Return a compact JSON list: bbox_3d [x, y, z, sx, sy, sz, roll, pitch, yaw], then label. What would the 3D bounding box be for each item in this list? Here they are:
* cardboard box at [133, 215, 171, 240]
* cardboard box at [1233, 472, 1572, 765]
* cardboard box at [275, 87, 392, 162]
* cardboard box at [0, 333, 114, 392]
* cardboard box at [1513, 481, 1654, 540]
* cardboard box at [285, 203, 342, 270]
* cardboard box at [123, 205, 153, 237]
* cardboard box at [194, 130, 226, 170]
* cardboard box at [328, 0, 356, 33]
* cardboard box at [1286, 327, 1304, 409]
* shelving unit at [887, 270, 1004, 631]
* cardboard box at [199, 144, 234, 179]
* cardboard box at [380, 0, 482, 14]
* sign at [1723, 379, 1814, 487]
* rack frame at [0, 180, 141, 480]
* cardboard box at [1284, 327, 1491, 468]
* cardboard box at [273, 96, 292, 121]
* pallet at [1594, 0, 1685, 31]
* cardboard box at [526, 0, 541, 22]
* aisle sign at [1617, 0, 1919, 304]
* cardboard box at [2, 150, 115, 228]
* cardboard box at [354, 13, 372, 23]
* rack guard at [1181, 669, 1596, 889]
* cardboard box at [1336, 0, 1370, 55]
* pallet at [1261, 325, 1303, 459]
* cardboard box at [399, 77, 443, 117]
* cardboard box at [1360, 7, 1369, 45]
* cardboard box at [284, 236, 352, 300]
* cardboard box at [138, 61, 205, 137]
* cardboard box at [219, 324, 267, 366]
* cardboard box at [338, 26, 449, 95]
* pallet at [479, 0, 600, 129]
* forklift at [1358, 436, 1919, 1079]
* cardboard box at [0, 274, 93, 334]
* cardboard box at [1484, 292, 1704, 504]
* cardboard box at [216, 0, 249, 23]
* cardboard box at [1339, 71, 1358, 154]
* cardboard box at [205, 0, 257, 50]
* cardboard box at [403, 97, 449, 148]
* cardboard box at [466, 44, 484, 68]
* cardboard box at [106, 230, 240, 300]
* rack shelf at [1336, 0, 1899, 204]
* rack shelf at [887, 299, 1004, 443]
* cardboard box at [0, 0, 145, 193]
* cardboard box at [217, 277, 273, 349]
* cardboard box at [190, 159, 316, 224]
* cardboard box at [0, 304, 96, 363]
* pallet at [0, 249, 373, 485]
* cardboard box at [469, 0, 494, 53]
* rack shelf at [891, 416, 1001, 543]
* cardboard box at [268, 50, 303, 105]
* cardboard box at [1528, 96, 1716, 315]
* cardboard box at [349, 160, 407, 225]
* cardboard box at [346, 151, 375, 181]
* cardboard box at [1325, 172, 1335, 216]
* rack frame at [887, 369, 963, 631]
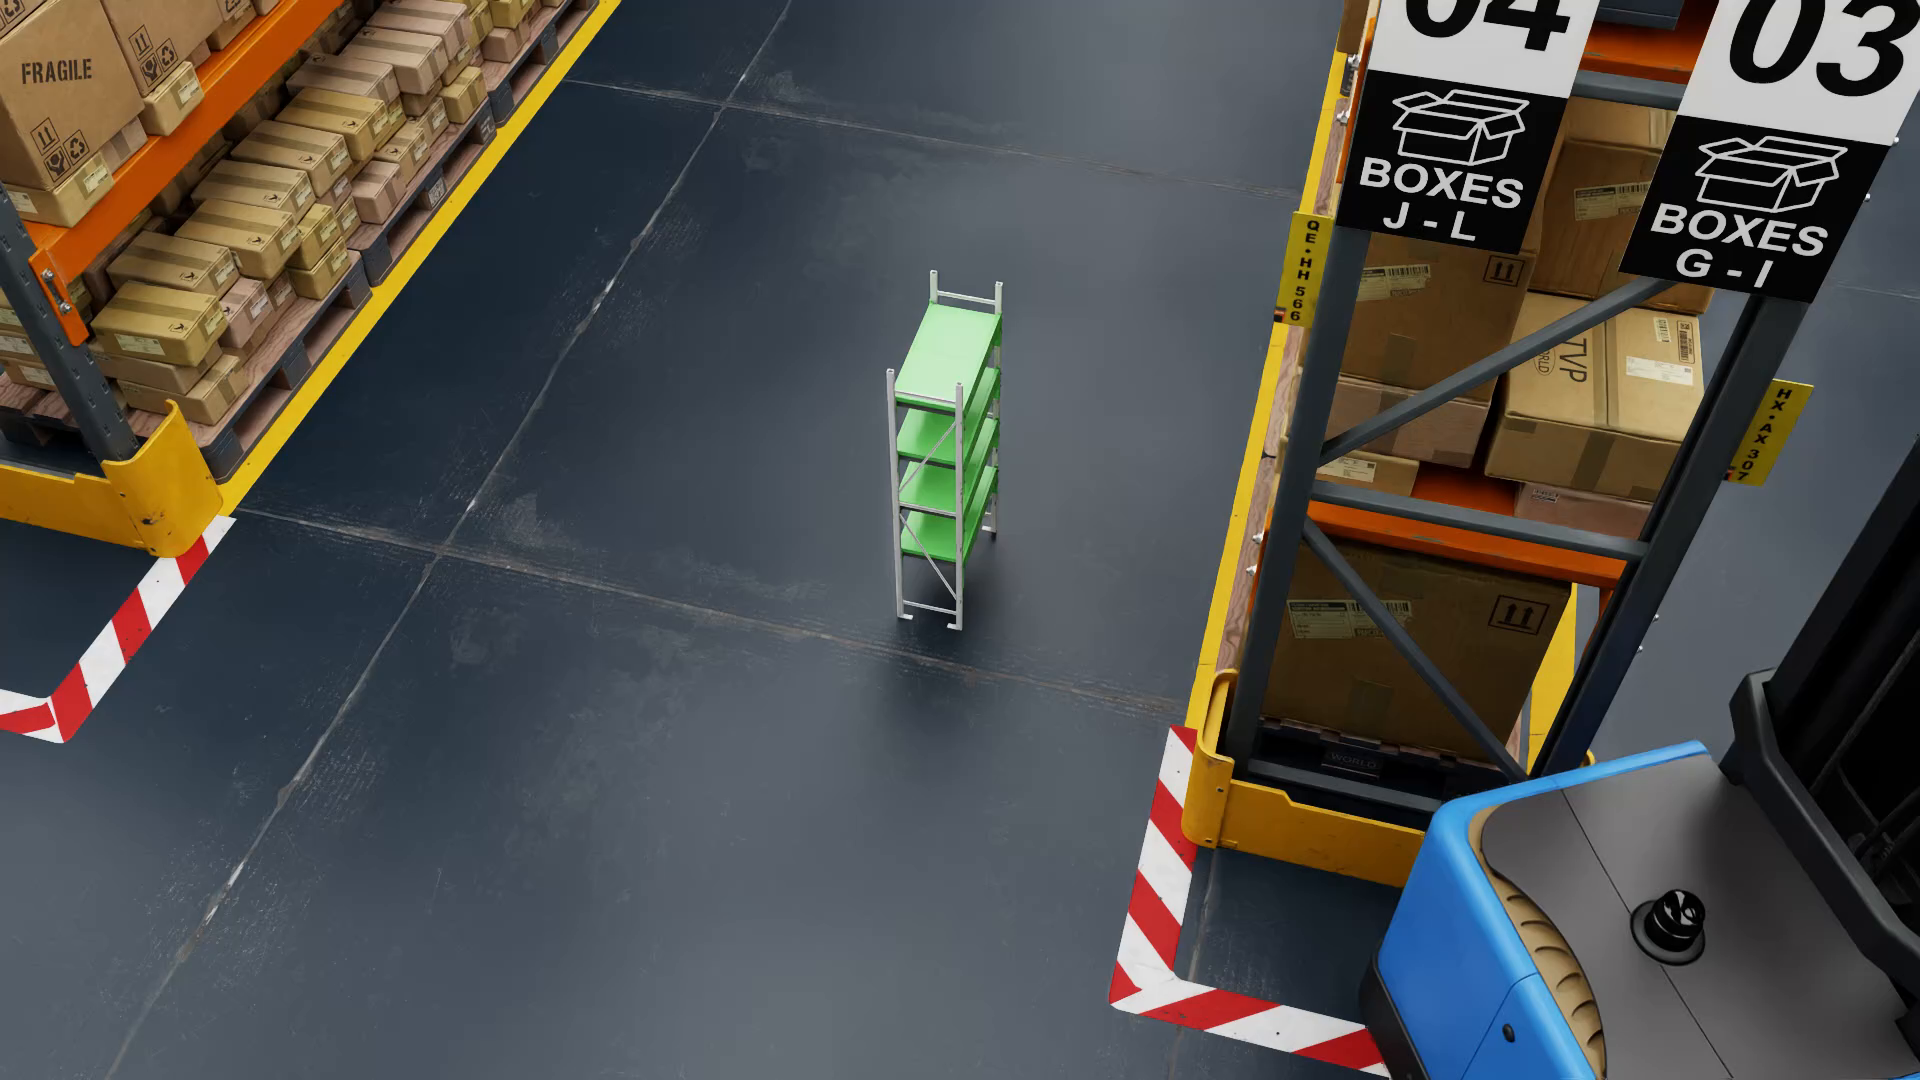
[{"bbox_3d":[-3.438,-1.206,6.737,0.380,0.149,0.250,10,49,8],"label":"cardboard box"},{"bbox_3d":[1.413,0.040,5.351,0.875,0.875,0.875,12,50,10],"label":"cardboard box"},{"bbox_3d":[-2.644,-1.758,7.025,0.380,0.149,0.250,12,50,11],"label":"cardboard box"},{"bbox_3d":[-3.500,-0.715,6.502,0.380,0.149,0.250,12,50,11],"label":"cardboard box"},{"bbox_3d":[1.733,-0.154,4.553,0.380,0.149,0.250,12,50,10],"label":"cardboard box"},{"bbox_3d":[-2.774,-1.266,6.789,0.380,0.149,0.250,13,50,11],"label":"cardboard box"},{"bbox_3d":[-3.475,-1.306,6.626,0.380,0.149,0.250,11,49,9],"label":"cardboard box"},{"bbox_3d":[-3.329,-1.686,6.962,0.380,0.149,0.250,13,50,11],"label":"cardboard box"},{"bbox_3d":[-3.016,-2.434,7.622,0.380,0.149,0.250,13,50,11],"label":"cardboard box"},{"bbox_3d":[1.164,-0.474,4.835,0.380,0.149,0.250,12,50,10],"label":"cardboard box"},{"bbox_3d":[-0.044,-0.277,5.694,0.258,1.200,0.503,12,50,10],"label":"shelving unit"},{"bbox_3d":[-3.315,-1.583,7.069,0.380,0.149,0.250,12,50,11],"label":"cardboard box"},{"bbox_3d":[-2.458,-2.528,7.705,0.380,0.149,0.250,13,50,11],"label":"cardboard box"},{"bbox_3d":[1.855,-0.245,3.835,0.100,0.325,0.005,12,50,10],"label":"sign"},{"bbox_3d":[-3.437,-1.098,5.218,1.000,3.000,0.127,12,50,10],"label":"rack frame"},{"bbox_3d":[1.193,-0.497,4.590,0.500,0.250,0.500,11,49,9],"label":"cardboard box"},{"bbox_3d":[-3.184,-1.969,7.411,0.380,0.149,0.250,12,50,10],"label":"cardboard box"},{"bbox_3d":[1.507,-1.548,3.674,1.003,0.211,1.213,12,50,10],"label":"pallet"},{"bbox_3d":[-2.308,-2.664,8.222,0.380,0.149,0.250,13,50,11],"label":"cardboard box"},{"bbox_3d":[1.592,-0.795,3.217,0.394,0.787,0.004,12,50,10],"label":"aisle sign"},{"bbox_3d":[-3.036,-1.184,5.462,0.380,0.149,0.250,11,50,10],"label":"cardboard box"},{"bbox_3d":[-2.872,-2.507,7.885,0.380,0.149,0.250,9,49,8],"label":"cardboard box"},{"bbox_3d":[1.315,0.799,5.212,1.175,0.500,0.348,12,50,10],"label":"rack guard"},{"bbox_3d":[2.523,-2.842,7.894,1.225,0.875,0.875,12,50,10],"label":"cardboard box"},{"bbox_3d":[1.779,-0.596,6.636,1.003,0.211,1.213,12,50,10],"label":"pallet"},{"bbox_3d":[-2.572,-2.059,7.489,0.380,0.149,0.250,9,49,8],"label":"cardboard box"},{"bbox_3d":[1.635,-1.770,5.979,0.380,0.149,0.250,12,50,10],"label":"cardboard box"},{"bbox_3d":[-2.769,-1.159,6.893,0.380,0.149,0.250,12,50,10],"label":"cardboard box"},{"bbox_3d":[-2.886,-1.560,5.794,0.380,0.149,0.250,10,49,9],"label":"cardboard box"},{"bbox_3d":[-3.001,-0.814,6.590,0.380,0.149,0.250,11,50,10],"label":"cardboard box"},{"bbox_3d":[-2.499,-2.117,7.342,0.380,0.149,0.250,10,49,9],"label":"cardboard box"},{"bbox_3d":[-2.527,-2.575,8.382,1.003,0.211,1.213,12,50,10],"label":"pallet"},{"bbox_3d":[2.757,0.475,3.876,3.031,2.935,1.130,-12,50,-10],"label":"forklift"},{"bbox_3d":[-3.542,-0.923,6.289,0.380,0.149,0.250,12,50,10],"label":"cardboard box"},{"bbox_3d":[1.708,-0.388,4.494,0.500,0.250,0.500,10,49,9],"label":"cardboard box"},{"bbox_3d":[-2.795,-2.243,5.964,0.500,0.500,0.500,12,50,11],"label":"cardboard box"},{"bbox_3d":[1.461,-1.232,5.239,0.500,0.250,0.500,10,49,9],"label":"cardboard box"},{"bbox_3d":[-2.855,-1.966,6.152,0.380,0.149,0.250,11,50,10],"label":"cardboard box"},{"bbox_3d":[-2.565,-1.912,7.558,0.380,0.149,0.250,12,50,11],"label":"cardboard box"},{"bbox_3d":[-2.502,-2.294,7.895,0.380,0.149,0.250,10,49,9],"label":"cardboard box"},{"bbox_3d":[-3.015,-1.025,6.379,0.380,0.149,0.250,12,50,11],"label":"cardboard box"},{"bbox_3d":[1.848,-2.247,4.712,1.077,0.370,4.000,12,50,10],"label":"rack shelf"},{"bbox_3d":[-0.044,-0.553,5.383,0.258,0.148,0.480,12,50,10],"label":"rack shelf"},{"bbox_3d":[-3.052,-1.499,5.308,0.500,0.500,0.500,14,50,12],"label":"cardboard box"},{"bbox_3d":[-2.925,-0.907,6.473,0.380,0.149,0.250,11,50,10],"label":"cardboard box"},{"bbox_3d":[-2.840,-1.378,6.690,0.380,0.149,0.250,9,49,8],"label":"cardboard box"},{"bbox_3d":[-3.574,-0.830,6.405,0.380,0.149,0.250,10,49,9],"label":"cardboard box"},{"bbox_3d":[-3.169,-0.810,6.825,1.003,0.211,1.213,12,50,10],"label":"pallet"},{"bbox_3d":[-2.434,-2.437,7.823,0.380,0.149,0.250,12,50,10],"label":"cardboard box"},{"bbox_3d":[-0.044,-0.235,5.742,0.258,0.148,0.480,12,50,10],"label":"rack shelf"},{"bbox_3d":[-3.111,-2.050,7.283,0.380,0.149,0.250,12,50,10],"label":"cardboard box"},{"bbox_3d":[1.840,-0.998,4.532,0.500,0.500,0.500,10,49,9],"label":"cardboard box"},{"bbox_3d":[-2.644,-1.525,7.217,0.380,0.149,0.250,9,49,8],"label":"cardboard box"},{"bbox_3d":[-2.764,-1.681,7.156,0.380,0.149,0.250,14,50,12],"label":"cardboard box"},{"bbox_3d":[1.365,-1.024,5.321,0.380,0.149,0.250,11,49,9],"label":"cardboard box"},{"bbox_3d":[-0.108,-0.101,5.539,0.240,1.200,0.015,12,50,10],"label":"rack frame"}]
